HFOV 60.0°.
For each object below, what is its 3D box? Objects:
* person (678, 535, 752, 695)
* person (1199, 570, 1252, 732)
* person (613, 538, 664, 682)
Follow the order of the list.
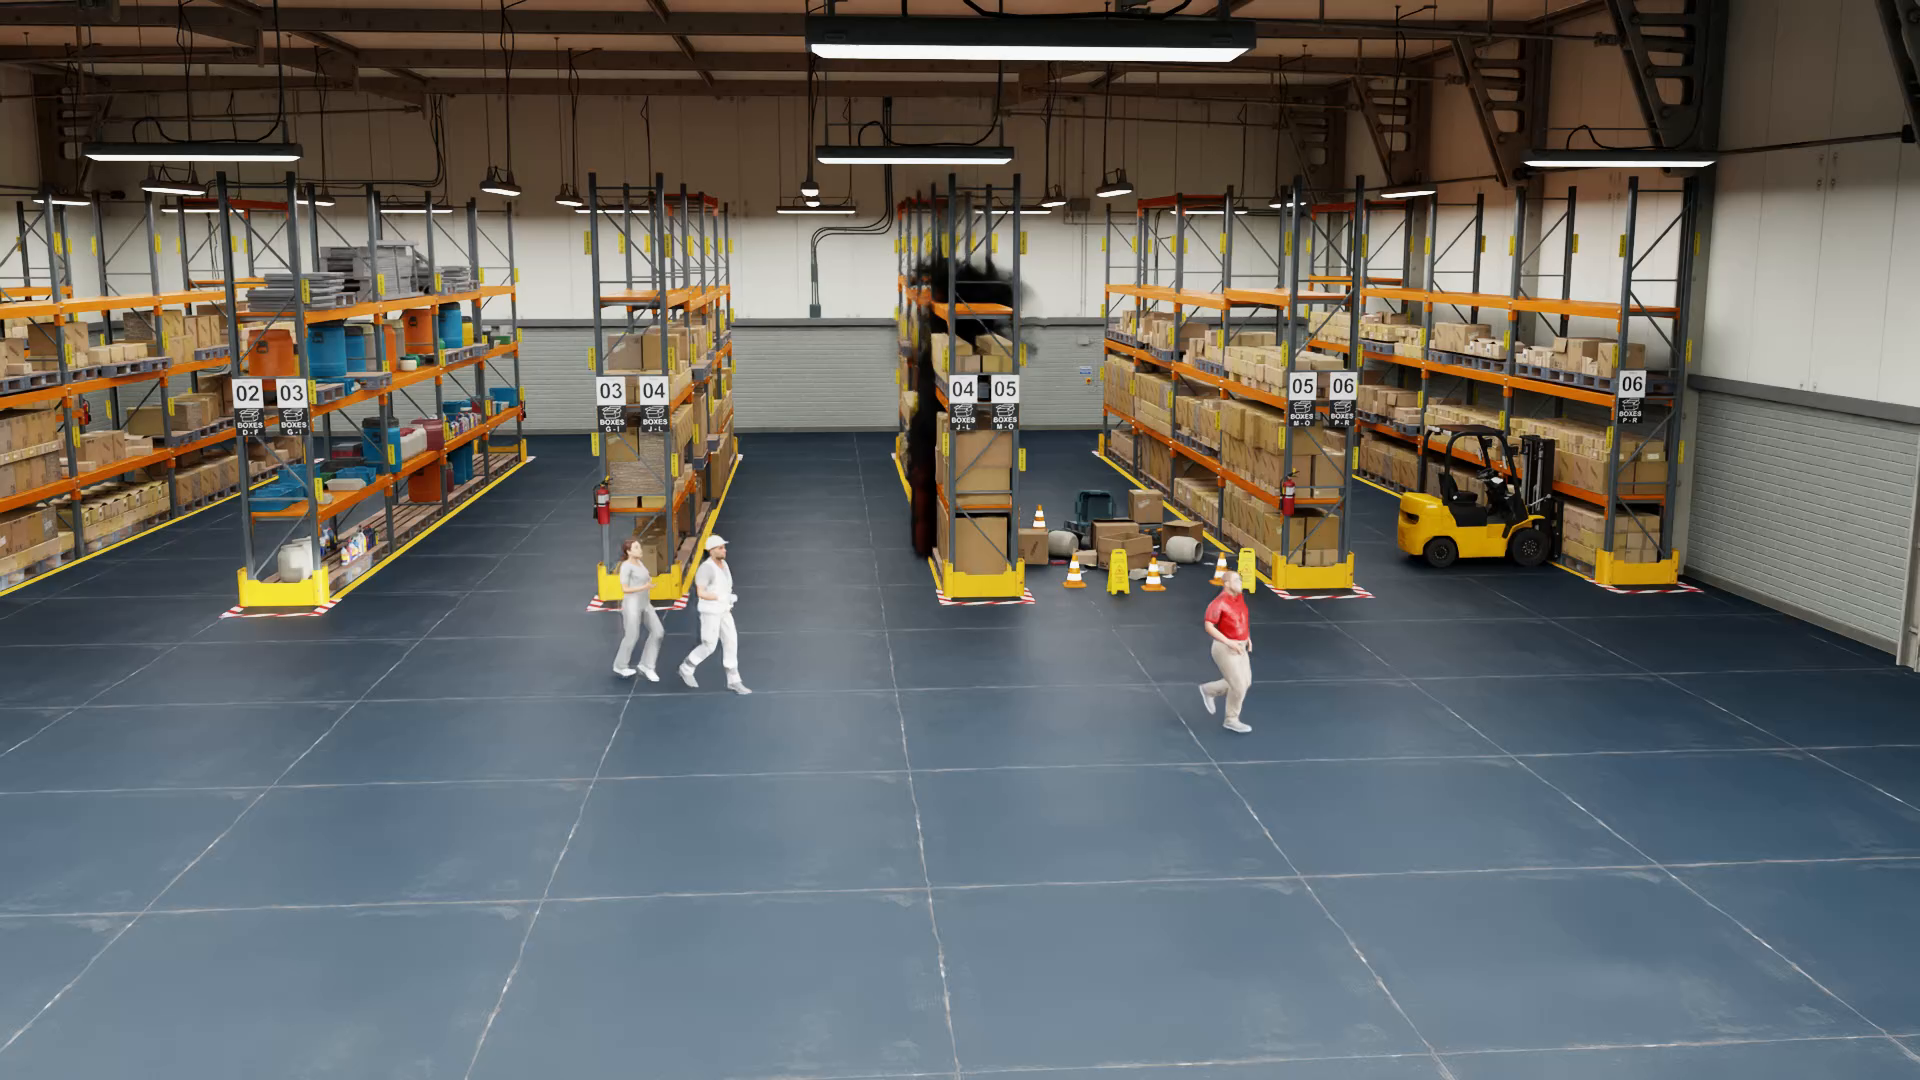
[{"bbox_3d":[-2.775,0.834,18.786,0.876,1.807,0.682,4,11,23],"label":"person"},{"bbox_3d":[2.774,1.140,17.389,0.677,1.682,0.686,7,12,36],"label":"person"},{"bbox_3d":[-3.744,0.814,19.298,0.691,1.705,0.544,5,11,26],"label":"person"}]
